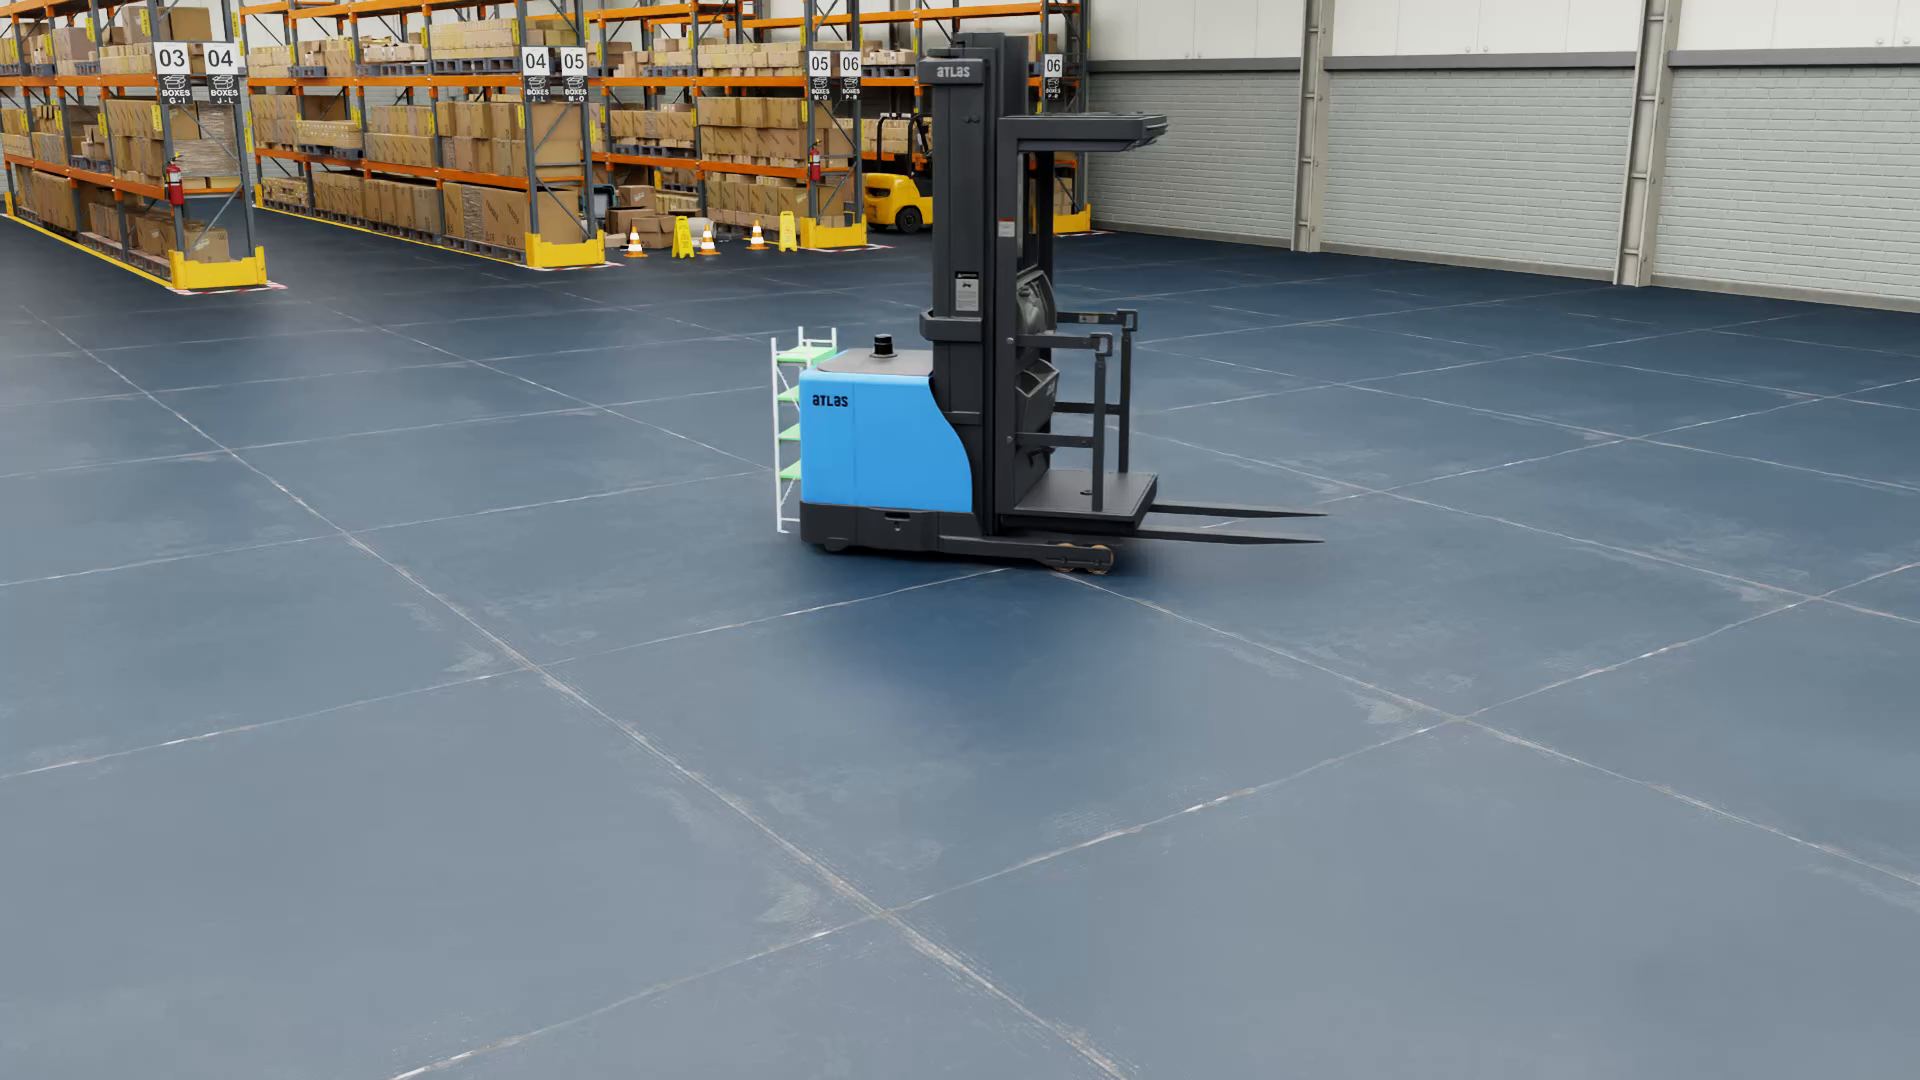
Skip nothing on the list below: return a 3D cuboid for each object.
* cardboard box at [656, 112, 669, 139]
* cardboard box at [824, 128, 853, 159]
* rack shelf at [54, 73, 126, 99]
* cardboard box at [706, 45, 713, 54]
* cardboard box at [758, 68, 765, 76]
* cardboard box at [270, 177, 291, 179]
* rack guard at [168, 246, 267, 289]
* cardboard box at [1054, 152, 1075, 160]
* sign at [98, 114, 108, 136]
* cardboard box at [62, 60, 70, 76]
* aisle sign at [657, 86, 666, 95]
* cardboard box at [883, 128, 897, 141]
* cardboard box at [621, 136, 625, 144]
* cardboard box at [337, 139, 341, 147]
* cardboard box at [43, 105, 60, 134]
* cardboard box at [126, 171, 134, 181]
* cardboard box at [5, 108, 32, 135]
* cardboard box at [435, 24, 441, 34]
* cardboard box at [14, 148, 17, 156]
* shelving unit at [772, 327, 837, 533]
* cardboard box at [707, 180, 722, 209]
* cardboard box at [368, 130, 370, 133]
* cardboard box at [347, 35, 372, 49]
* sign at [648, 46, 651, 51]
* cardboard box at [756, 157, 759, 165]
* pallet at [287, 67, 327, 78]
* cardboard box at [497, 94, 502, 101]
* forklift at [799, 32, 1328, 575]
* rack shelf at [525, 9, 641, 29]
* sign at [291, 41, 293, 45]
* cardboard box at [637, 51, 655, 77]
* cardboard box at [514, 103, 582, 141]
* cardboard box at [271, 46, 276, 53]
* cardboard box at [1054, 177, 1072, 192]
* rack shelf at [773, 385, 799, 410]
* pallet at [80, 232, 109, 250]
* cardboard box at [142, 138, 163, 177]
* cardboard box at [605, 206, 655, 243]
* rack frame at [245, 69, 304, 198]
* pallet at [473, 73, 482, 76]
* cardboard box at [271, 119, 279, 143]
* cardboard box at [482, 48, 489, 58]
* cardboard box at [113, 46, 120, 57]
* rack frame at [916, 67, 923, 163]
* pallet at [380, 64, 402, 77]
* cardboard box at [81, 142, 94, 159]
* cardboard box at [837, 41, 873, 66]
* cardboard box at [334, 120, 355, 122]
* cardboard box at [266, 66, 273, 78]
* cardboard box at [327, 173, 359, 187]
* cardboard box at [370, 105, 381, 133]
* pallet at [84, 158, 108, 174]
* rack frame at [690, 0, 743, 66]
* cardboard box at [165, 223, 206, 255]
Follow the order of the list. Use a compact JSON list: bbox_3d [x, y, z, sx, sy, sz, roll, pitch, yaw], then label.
[{"bbox_3d":[-5.514,-8.001,32.079,0.500,0.500,0.500,-10,18,-33],"label":"cardboard box"},{"bbox_3d":[-2.168,-6.809,28.518,0.500,0.500,0.500,-11,19,-35],"label":"cardboard box"},{"bbox_3d":[-13.658,-7.316,26.804,1.077,0.370,4.000,-11,19,-35],"label":"rack shelf"},{"bbox_3d":[-4.368,-8.868,30.080,0.380,0.149,0.250,-10,18,-33],"label":"cardboard box"},{"bbox_3d":[-3.280,-8.109,28.816,0.380,0.149,0.250,-11,19,-36],"label":"cardboard box"},{"bbox_3d":[-15.173,-8.009,37.135,0.380,0.149,0.250,-10,18,-34],"label":"cardboard box"},{"bbox_3d":[-10.175,-3.745,22.813,1.175,0.500,0.348,-11,19,-35],"label":"rack guard"},{"bbox_3d":[1.832,-7.441,31.393,0.500,0.500,0.500,-10,18,-33],"label":"cardboard box"},{"bbox_3d":[-12.929,-6.260,25.074,0.100,0.325,0.005,-11,19,-35],"label":"sign"},{"bbox_3d":[-14.462,-7.768,27.377,0.500,0.250,0.500,-10,18,-33],"label":"cardboard box"},{"bbox_3d":[-7.786,-11.884,42.888,0.394,0.787,0.004,-11,19,-35],"label":"aisle sign"},{"bbox_3d":[-1.257,-8.441,34.572,0.500,0.250,0.500,-11,19,-36],"label":"cardboard box"},{"bbox_3d":[-6.638,-8.099,33.665,0.380,0.149,0.250,-12,20,-38],"label":"cardboard box"},{"bbox_3d":[-11.720,-7.615,31.897,0.380,0.149,0.250,-10,18,-34],"label":"cardboard box"},{"bbox_3d":[-16.409,-7.746,30.605,0.797,0.503,0.637,-11,19,-34],"label":"cardboard box"},{"bbox_3d":[-12.024,-5.359,24.450,0.380,0.149,0.250,-11,19,-35],"label":"cardboard box"},{"bbox_3d":[-18.870,-8.423,33.470,0.500,0.500,0.500,-11,19,-36],"label":"cardboard box"},{"bbox_3d":[-8.320,-8.313,27.067,0.380,0.149,0.250,-11,19,-35],"label":"cardboard box"},{"bbox_3d":[-18.690,-7.775,33.277,0.380,0.149,0.250,-11,19,-36],"label":"cardboard box"},{"bbox_3d":[-0.949,-0.684,10.302,0.258,1.200,0.503,4,16,13],"label":"shelving unit"},{"bbox_3d":[-4.337,-6.397,30.760,0.500,0.500,0.500,-10,18,-32],"label":"cardboard box"},{"bbox_3d":[-11.353,-7.918,32.442,0.380,0.149,0.250,-11,19,-34],"label":"cardboard box"},{"bbox_3d":[-11.210,-9.302,31.058,0.396,0.266,0.258,-11,19,-35],"label":"cardboard box"},{"bbox_3d":[-6.377,-9.961,34.127,0.100,0.325,0.005,-11,19,-35],"label":"sign"},{"bbox_3d":[-3.390,-6.728,29.451,0.380,0.149,0.250,-11,19,-35],"label":"cardboard box"},{"bbox_3d":[-12.837,-9.453,33.607,1.213,0.211,1.003,-11,19,-35],"label":"pallet"},{"bbox_3d":[-10.465,-10.228,38.452,0.380,0.149,0.250,-11,19,-35],"label":"cardboard box"},{"bbox_3d":[0.629,-1.373,9.540,3.031,2.935,1.130,4,16,13],"label":"forklift"},{"bbox_3d":[-7.994,-10.962,35.202,1.077,0.370,4.000,-11,19,-35],"label":"rack shelf"},{"bbox_3d":[-15.005,-11.055,37.427,0.100,0.325,0.005,-11,19,-35],"label":"sign"},{"bbox_3d":[-5.898,-9.357,32.702,0.797,0.503,0.637,-11,19,-35],"label":"cardboard box"},{"bbox_3d":[-6.245,-6.361,25.307,0.875,0.550,0.550,-11,19,-35],"label":"cardboard box"},{"bbox_3d":[-14.300,-10.350,35.109,0.380,0.149,0.250,-11,19,-35],"label":"cardboard box"},{"bbox_3d":[1.770,-6.735,31.520,0.500,0.250,0.500,-11,19,-35],"label":"cardboard box"},{"bbox_3d":[-0.949,-0.854,10.255,0.258,0.148,0.480,4,16,13],"label":"rack shelf"},{"bbox_3d":[-14.375,-5.131,28.423,1.003,0.211,1.213,-11,19,-35],"label":"pallet"},{"bbox_3d":[-10.822,-5.336,23.138,0.875,0.500,0.500,-11,19,-35],"label":"cardboard box"},{"bbox_3d":[-5.751,-5.515,29.015,0.797,0.637,0.503,-11,19,-35],"label":"cardboard box"},{"bbox_3d":[-15.466,-9.100,37.641,1.000,3.000,0.127,-11,19,-35],"label":"rack frame"},{"bbox_3d":[-11.077,-11.137,39.570,1.003,0.211,1.213,-11,19,-35],"label":"pallet"},{"bbox_3d":[-14.508,-8.828,35.895,0.500,0.500,0.500,-11,19,-36],"label":"cardboard box"},{"bbox_3d":[-7.127,-7.495,25.588,0.380,0.149,0.250,-11,19,-35],"label":"cardboard box"},{"bbox_3d":[-11.921,-7.015,23.871,0.380,0.149,0.250,-11,19,-36],"label":"cardboard box"},{"bbox_3d":[-0.453,-8.098,33.983,1.000,3.000,0.127,-11,19,-35],"label":"rack frame"},{"bbox_3d":[-9.681,-8.379,29.685,1.003,0.211,1.213,-10,18,-32],"label":"pallet"},{"bbox_3d":[-14.034,-6.380,27.192,0.500,0.250,0.500,-12,19,-36],"label":"cardboard box"},{"bbox_3d":[-2.198,-10.414,35.585,0.700,0.500,0.500,-11,19,-36],"label":"cardboard box"},{"bbox_3d":[-12.561,-8.501,34.008,0.380,0.149,0.250,-12,19,-36],"label":"cardboard box"},{"bbox_3d":[-14.495,-10.006,35.553,0.500,0.250,0.500,-11,19,-35],"label":"cardboard box"},{"bbox_3d":[-12.282,-7.182,33.155,0.500,0.250,0.500,-10,18,-32],"label":"cardboard box"},{"bbox_3d":[-10.506,-7.824,30.898,0.700,0.500,0.500,-11,19,-35],"label":"cardboard box"},{"bbox_3d":[-13.637,-6.134,27.170,1.003,0.211,1.213,-11,19,-35],"label":"pallet"},{"bbox_3d":[-4.466,-10.221,30.373,1.000,3.000,0.127,-11,19,-35],"label":"rack frame"},{"bbox_3d":[-11.215,-4.327,24.141,0.500,0.500,0.500,-9,18,-29],"label":"cardboard box"}]
